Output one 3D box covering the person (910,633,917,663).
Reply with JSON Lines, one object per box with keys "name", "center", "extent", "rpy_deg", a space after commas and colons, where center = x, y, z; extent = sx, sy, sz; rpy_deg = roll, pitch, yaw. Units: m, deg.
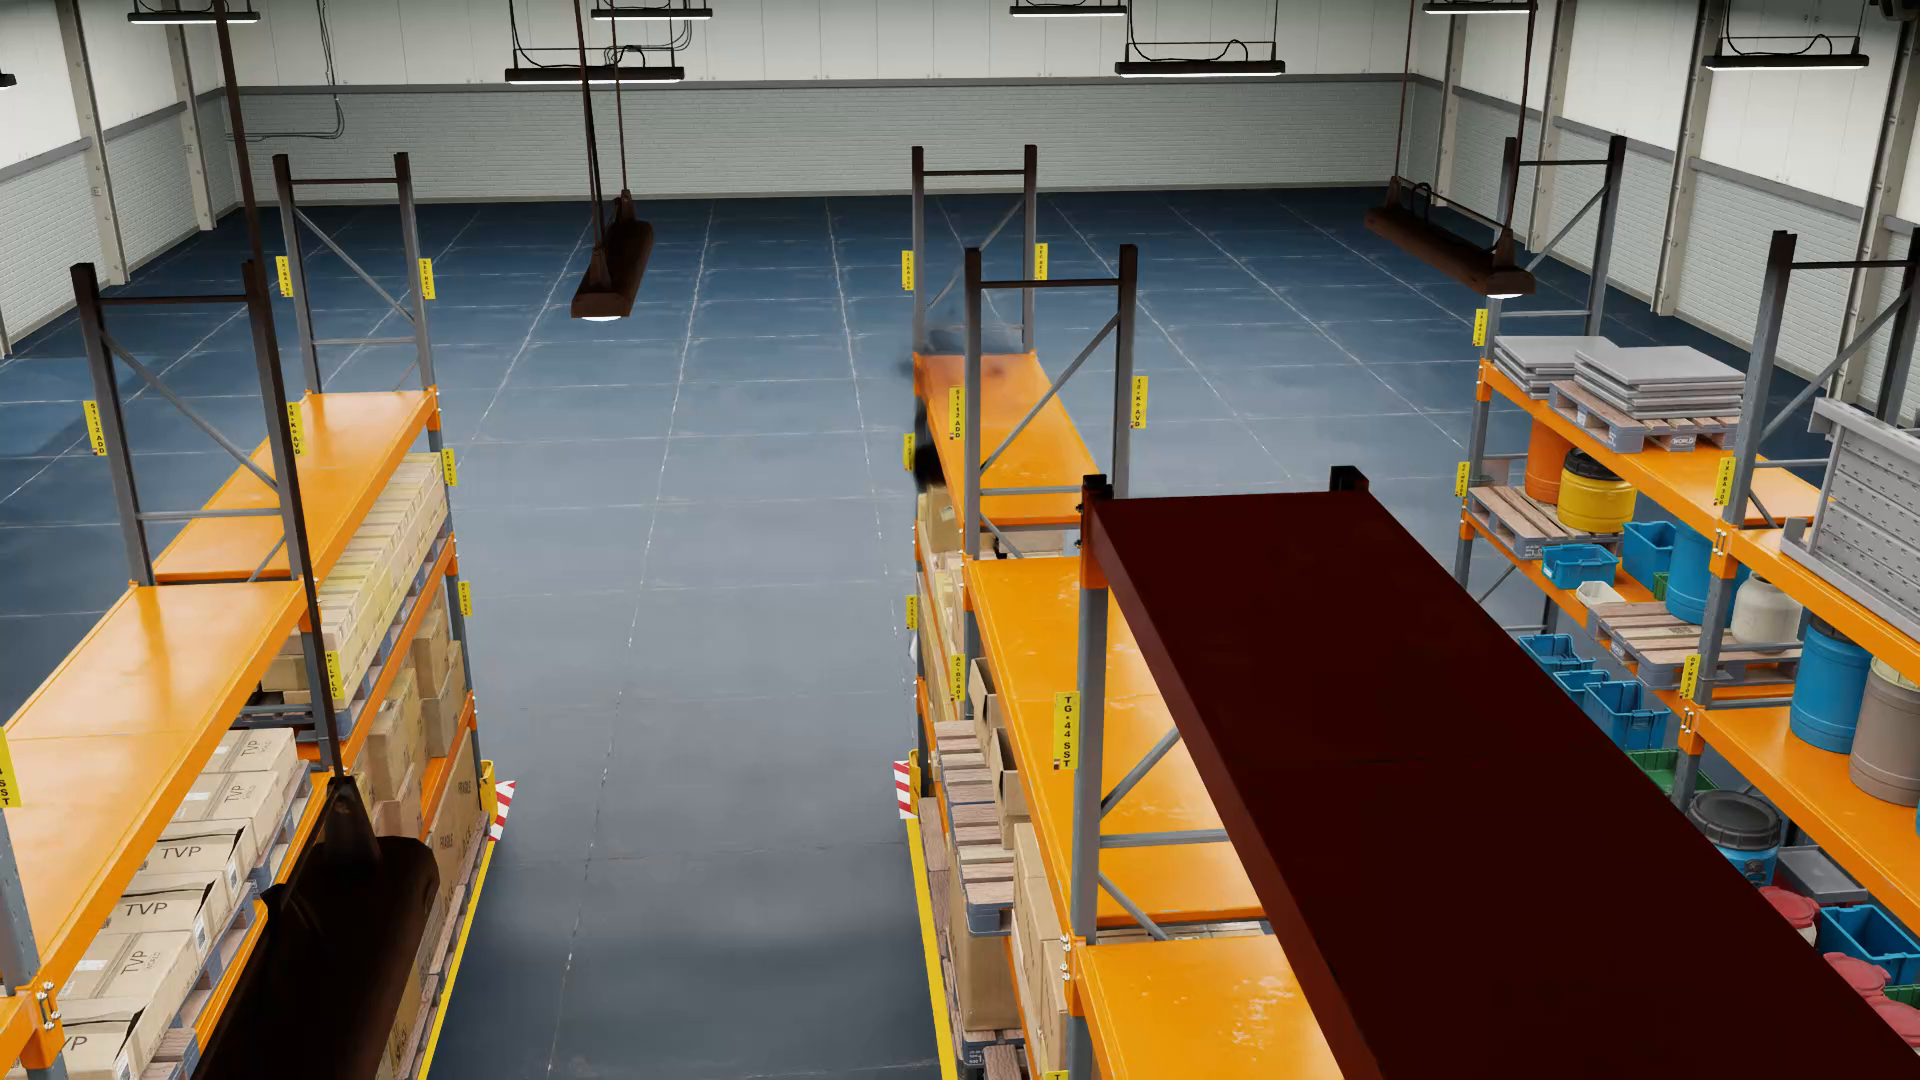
{"name": "person", "center": [-0.225, 0.861, 17.073], "extent": [0.630, 1.798, 0.660], "rpy_deg": [18, 28, 38]}
